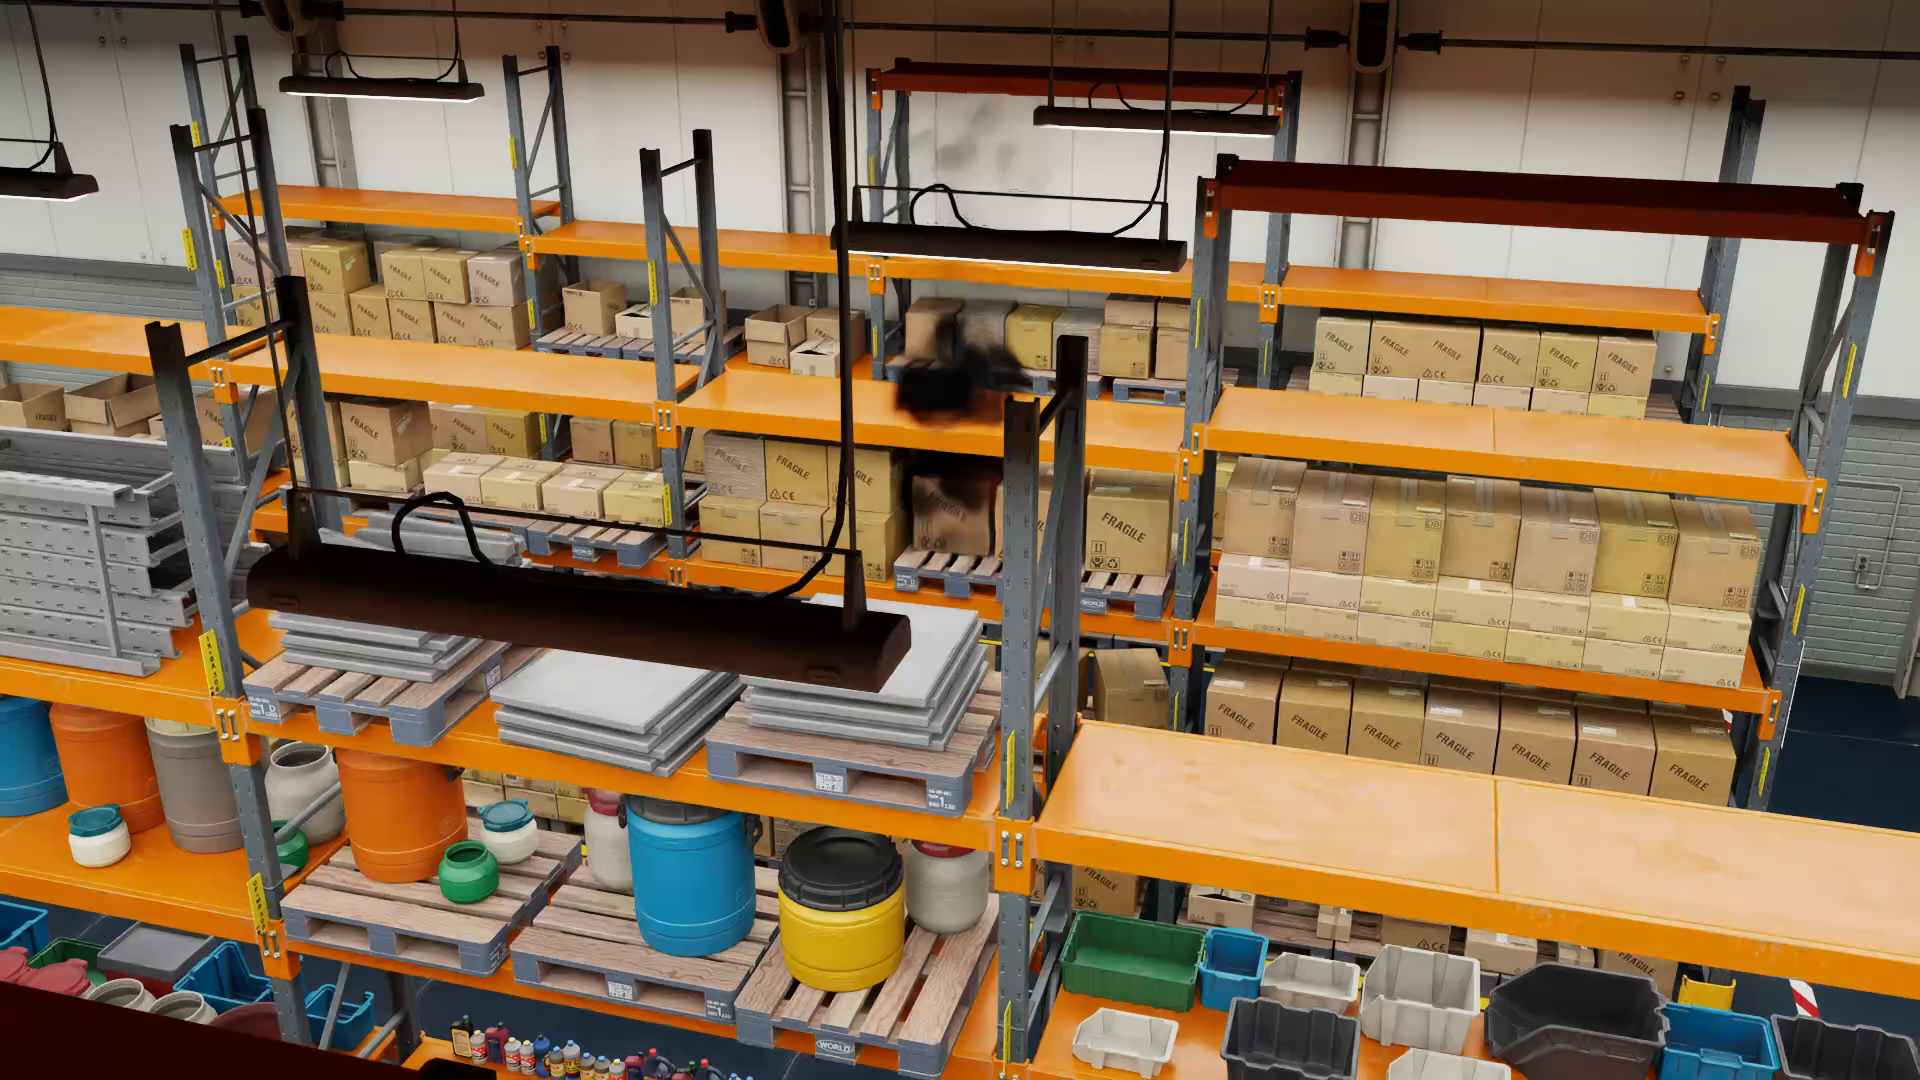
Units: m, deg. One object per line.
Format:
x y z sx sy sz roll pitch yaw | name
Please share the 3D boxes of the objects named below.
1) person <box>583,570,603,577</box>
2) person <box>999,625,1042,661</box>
-3.577 1.064 16.010 0.613 1.700 0.648 3 23 8 | person
0.655 1.161 15.938 0.575 1.609 0.614 4 23 9 | person
